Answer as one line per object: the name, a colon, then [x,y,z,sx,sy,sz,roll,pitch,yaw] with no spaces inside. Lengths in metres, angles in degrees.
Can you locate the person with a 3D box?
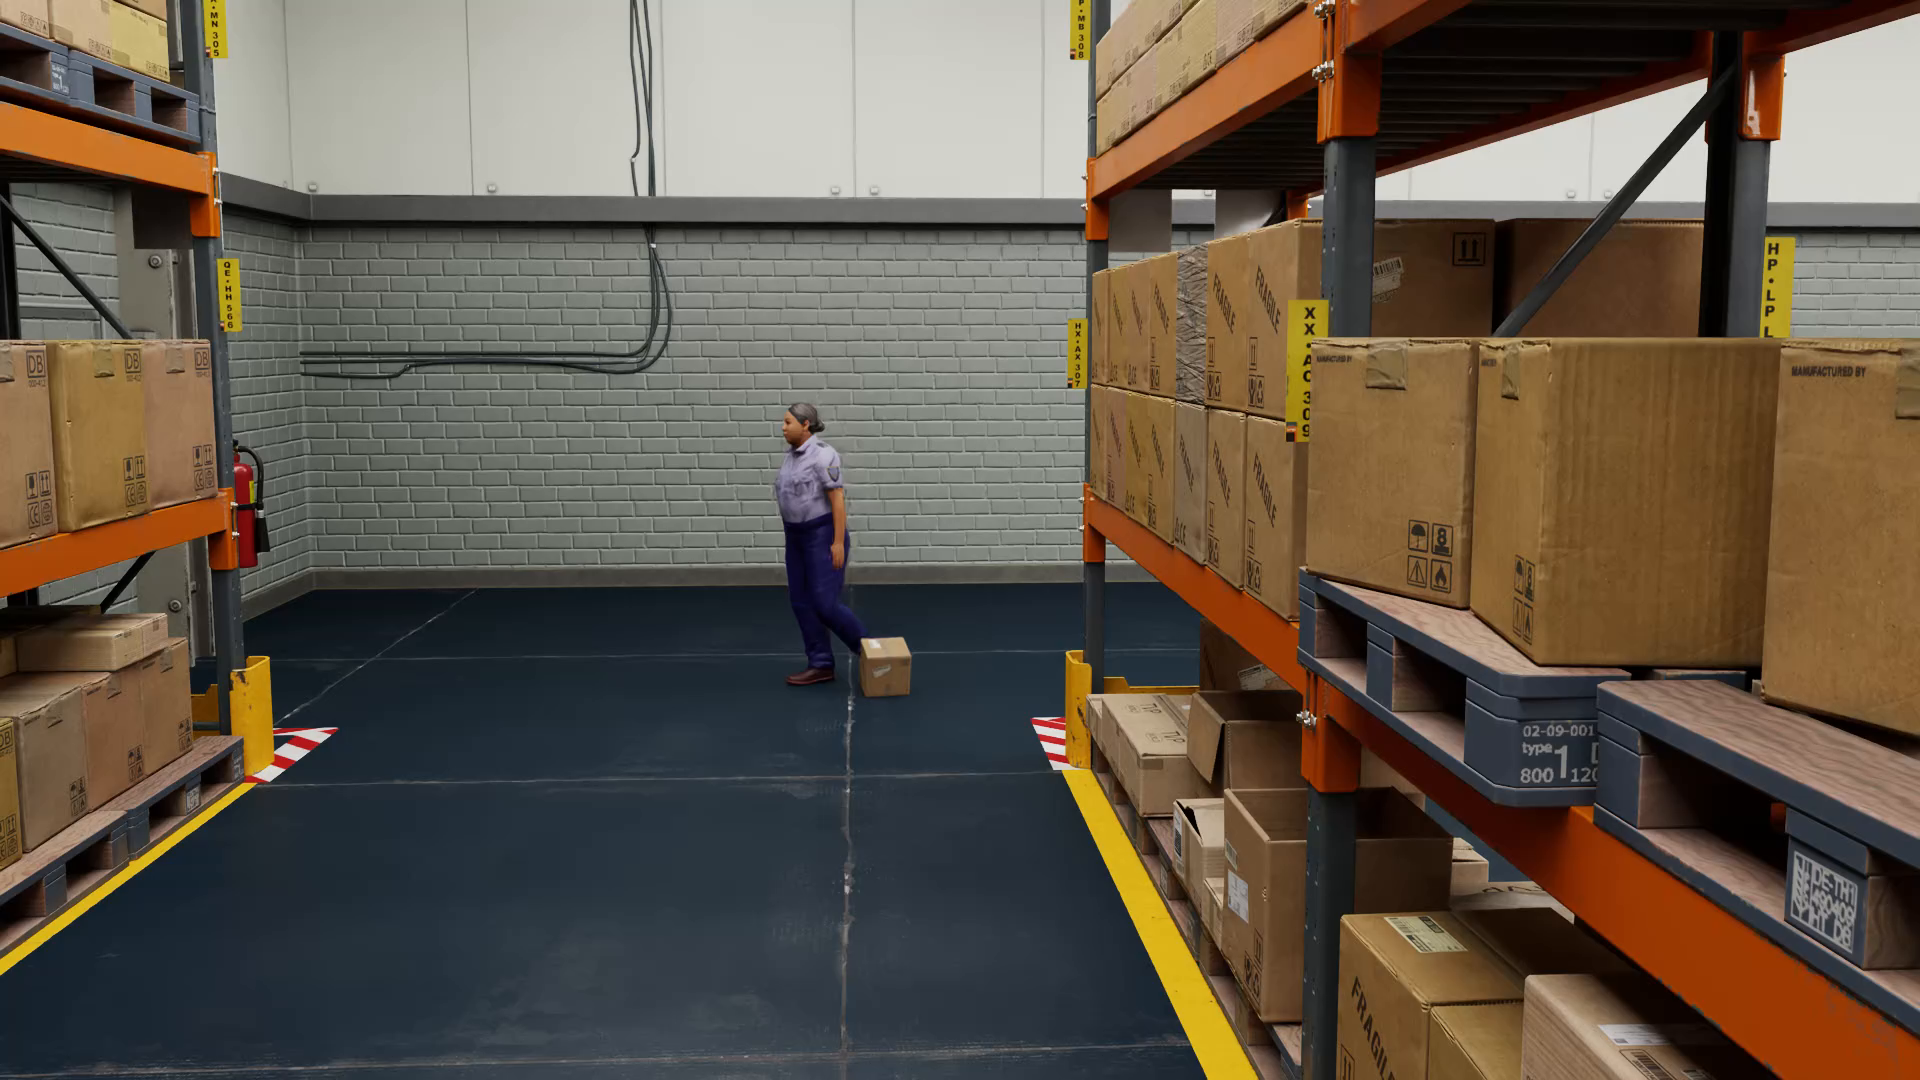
person: [-0.773,0.026,9.664,0.532,1.630,0.562,-5,9,-38]
